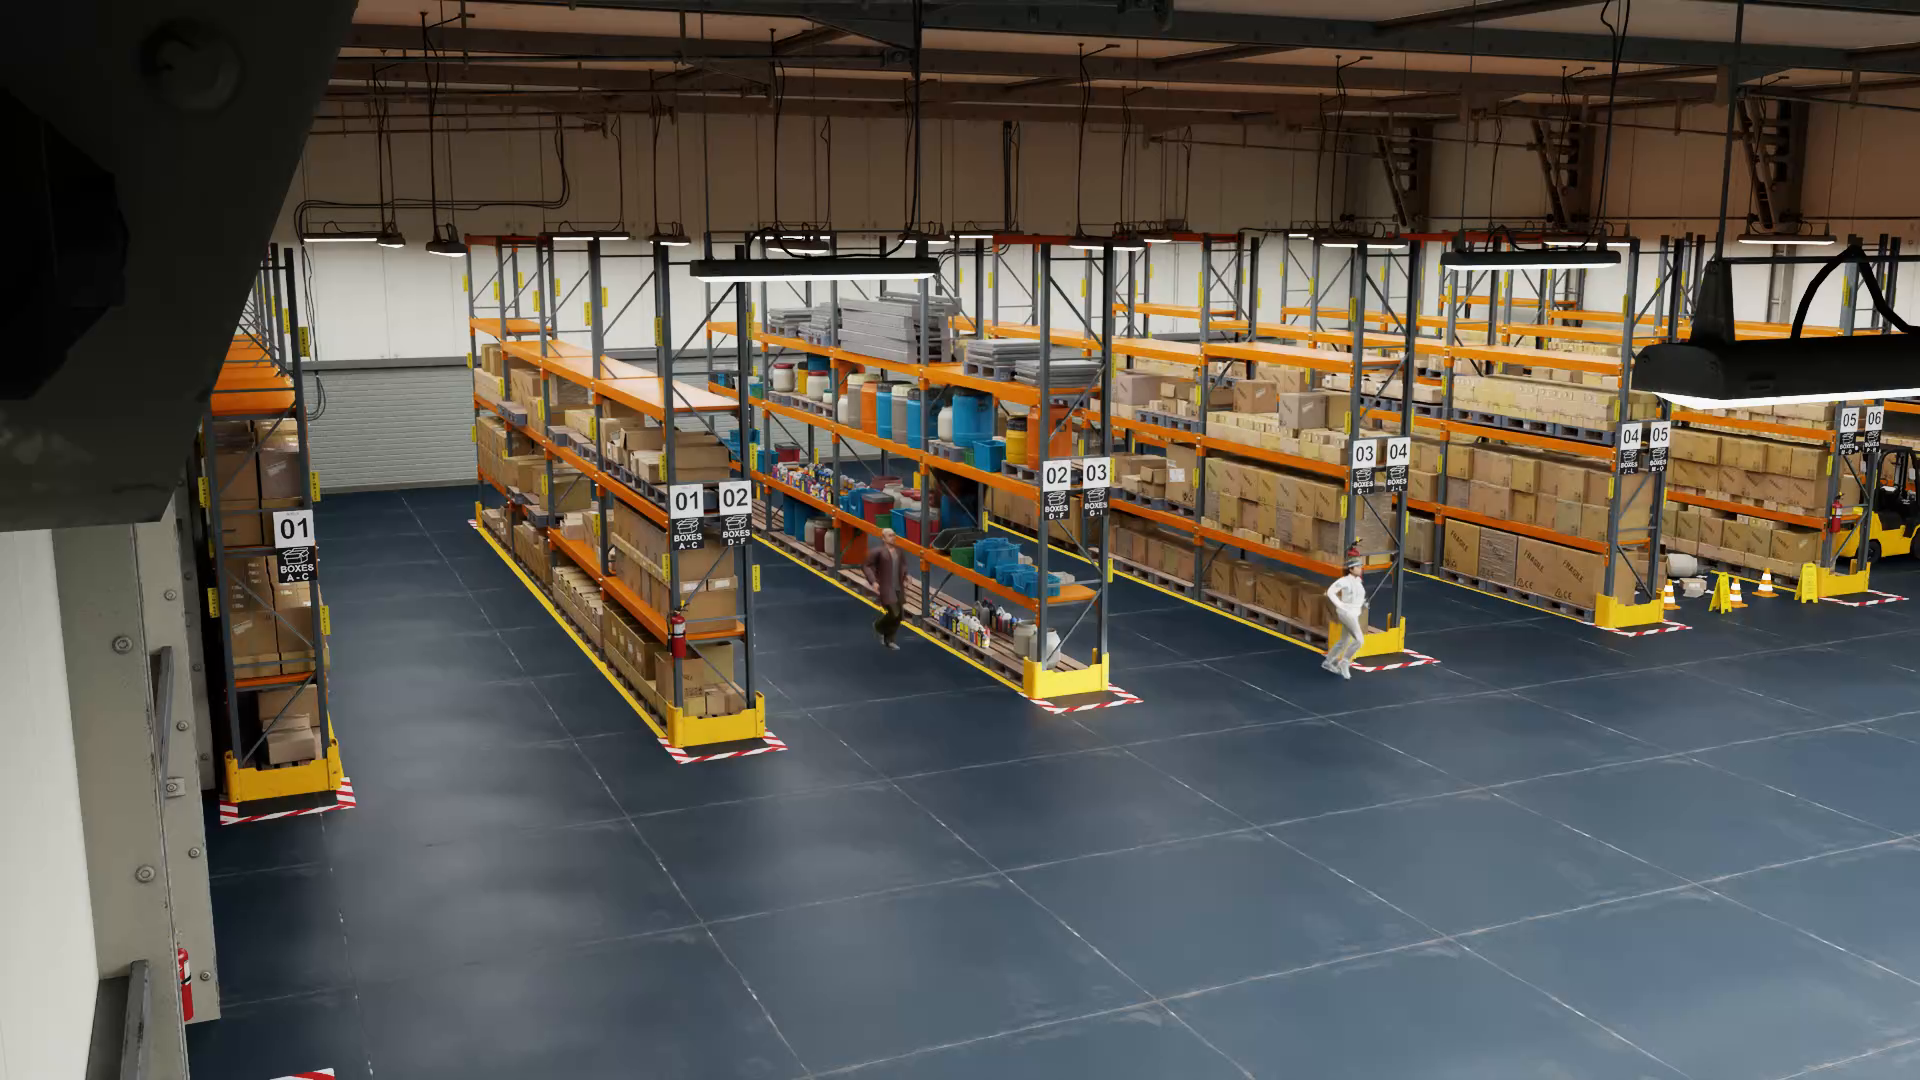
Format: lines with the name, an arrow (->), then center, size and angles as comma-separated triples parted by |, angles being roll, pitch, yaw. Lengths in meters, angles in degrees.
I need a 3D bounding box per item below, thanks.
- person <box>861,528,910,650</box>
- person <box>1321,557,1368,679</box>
person -> -0.968, 0.700, 23.443 | 0.707, 1.746, 0.579 | -9, 14, -40
person -> 5.431, 1.074, 23.255 | 0.630, 1.706, 0.638 | 9, 14, 38
